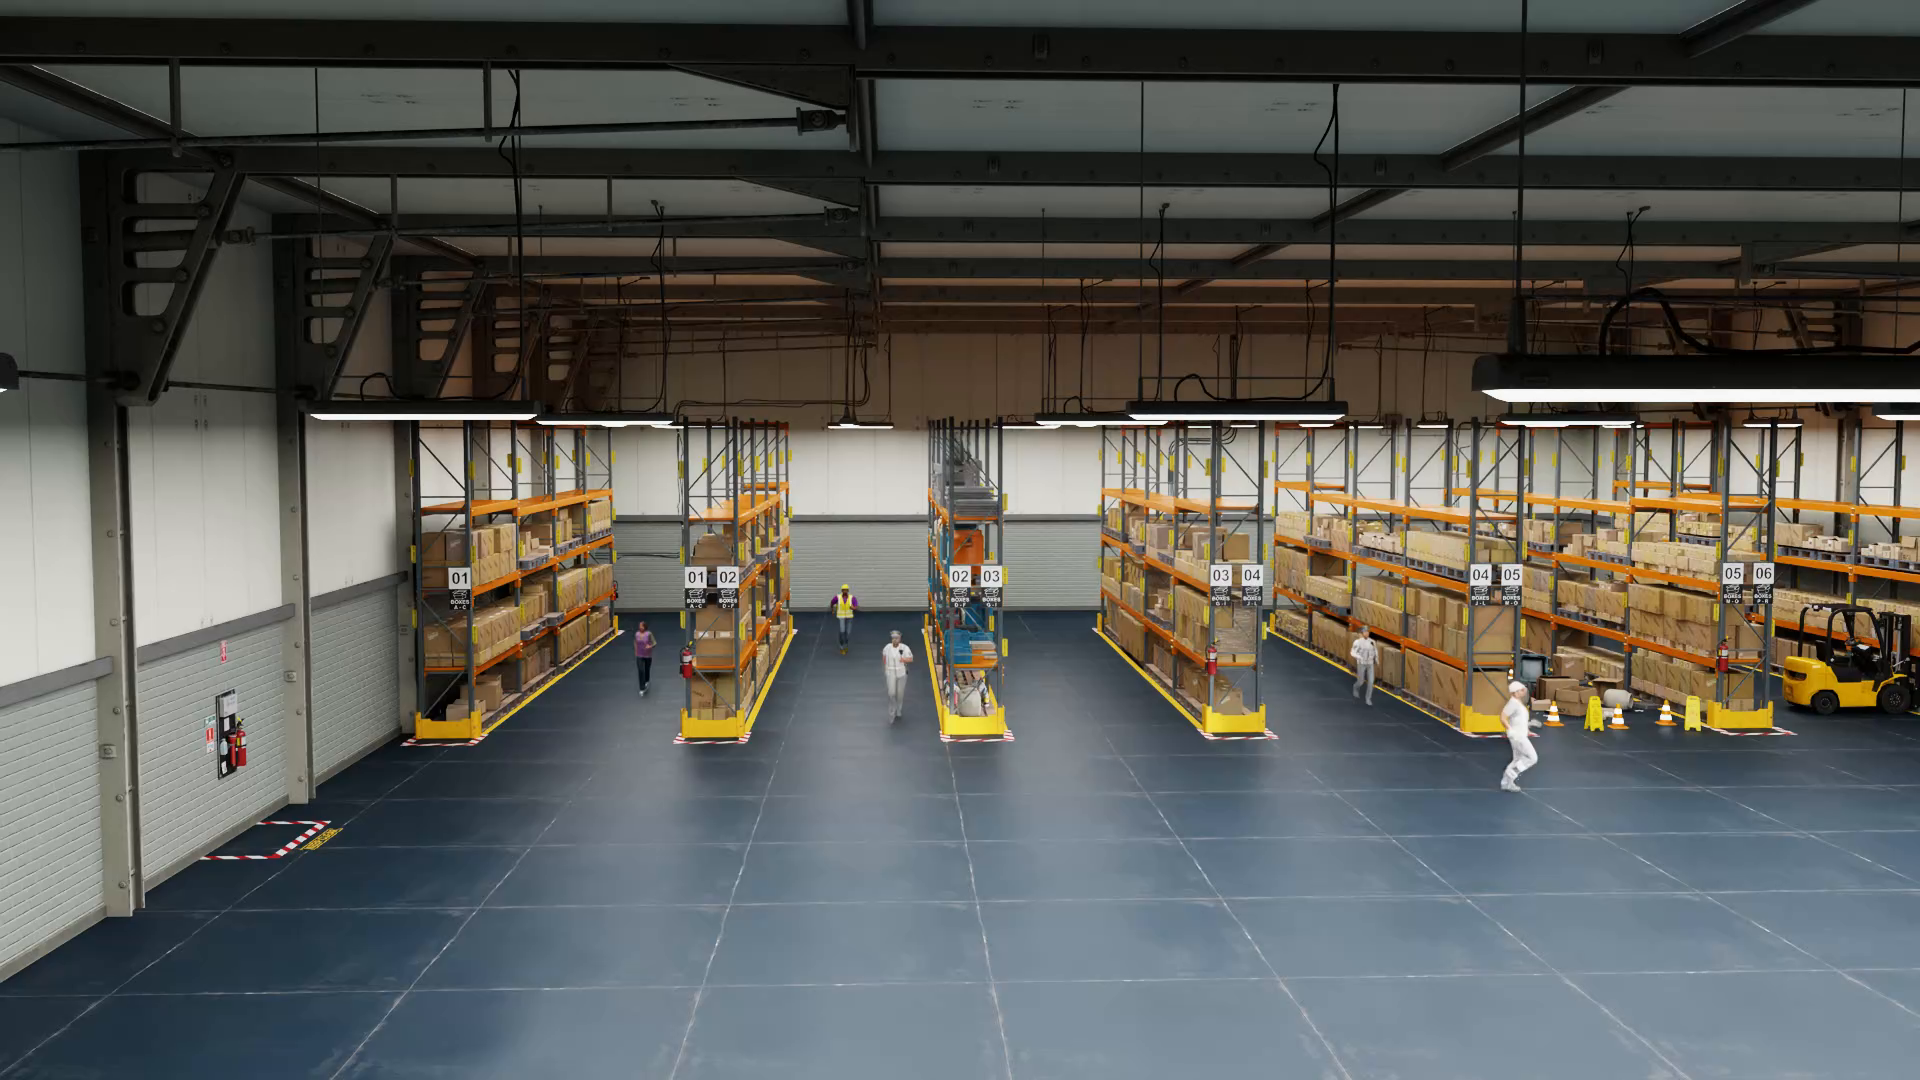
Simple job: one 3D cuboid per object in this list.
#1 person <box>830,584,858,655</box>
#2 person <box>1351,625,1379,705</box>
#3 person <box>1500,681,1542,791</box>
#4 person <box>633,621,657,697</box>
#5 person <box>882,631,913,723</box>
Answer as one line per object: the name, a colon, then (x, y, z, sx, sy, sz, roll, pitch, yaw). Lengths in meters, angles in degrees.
person: (-2.962, 2.052, 42.825, 0.671, 1.833, 0.770, -1, 4, -14)
person: (8.527, 2.609, 34.976, 0.624, 1.658, 0.746, 0, 4, -7)
person: (8.894, 3.115, 26.344, 0.608, 1.743, 0.642, 2, 4, 23)
person: (-6.871, 2.562, 36.250, 0.526, 1.606, 0.815, 0, 4, -1)
person: (-1.236, 2.711, 32.936, 0.626, 1.857, 0.800, 0, 4, 0)
